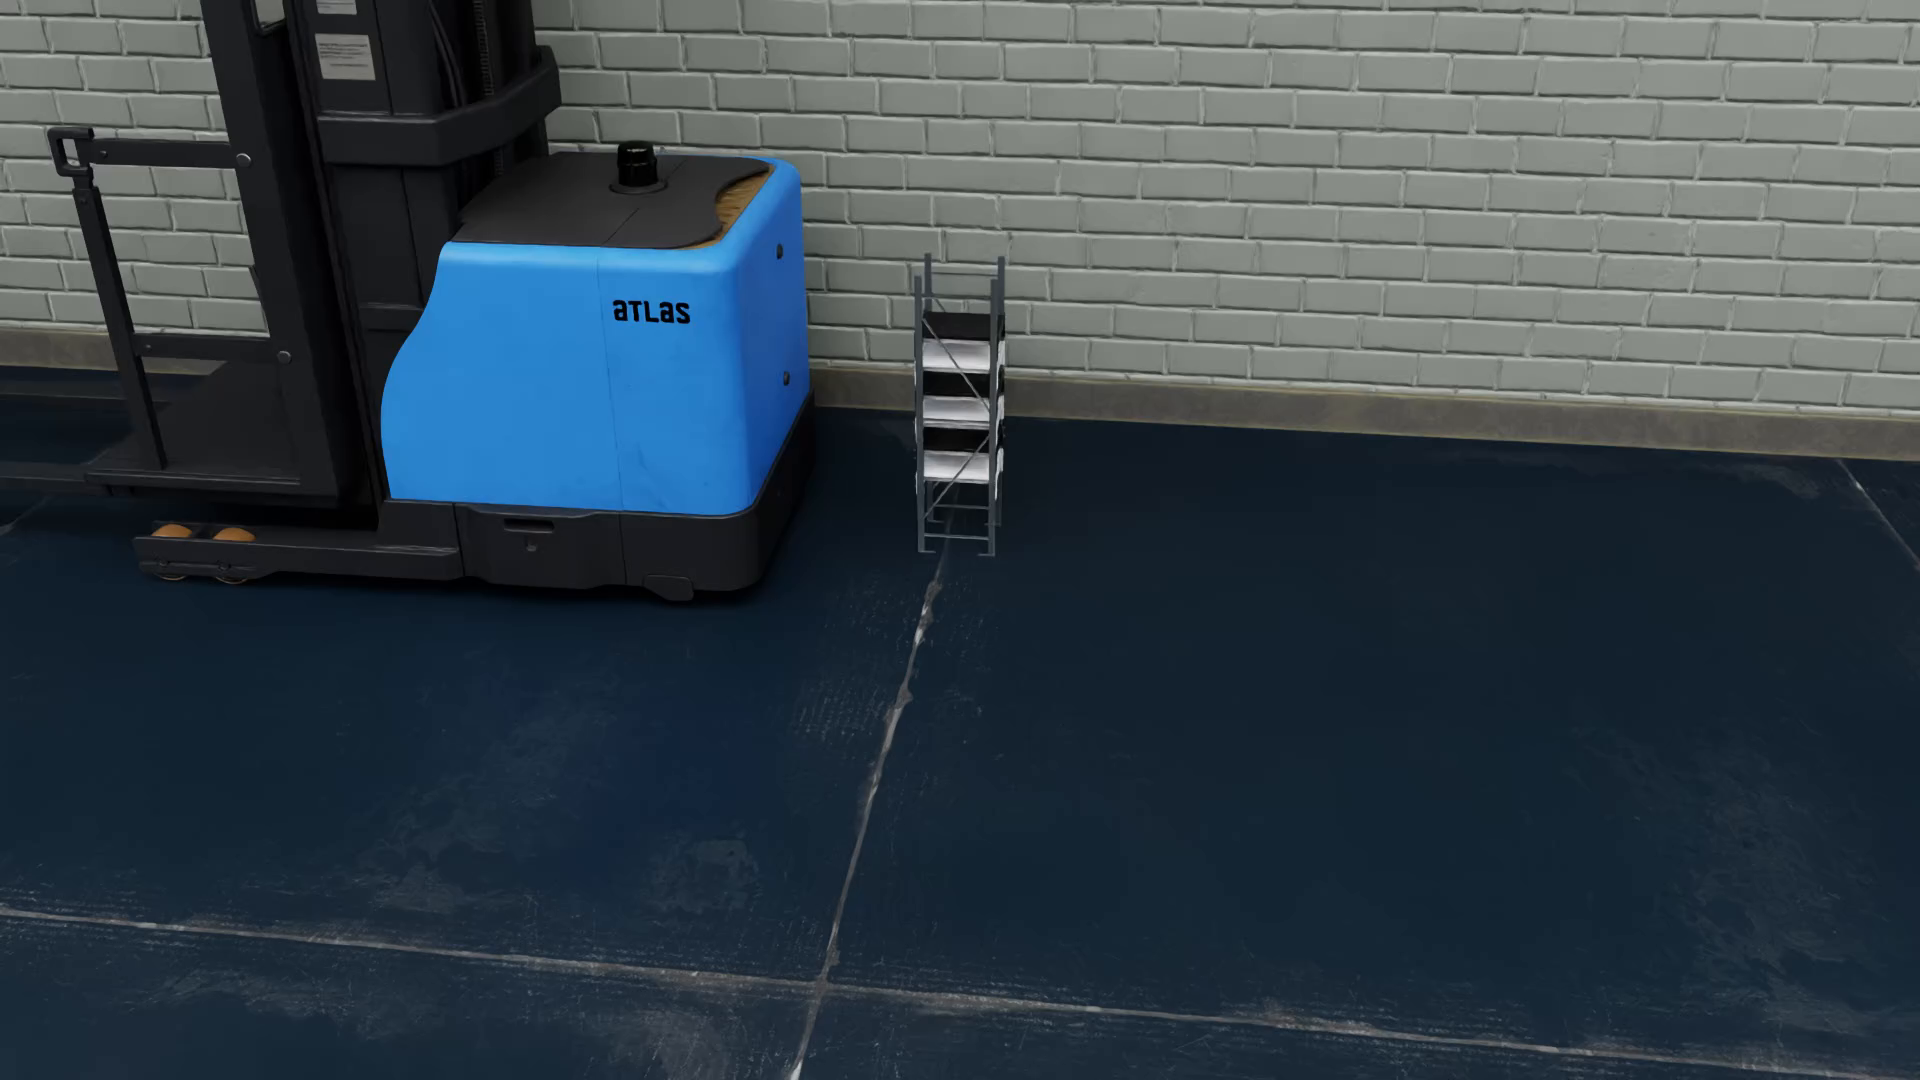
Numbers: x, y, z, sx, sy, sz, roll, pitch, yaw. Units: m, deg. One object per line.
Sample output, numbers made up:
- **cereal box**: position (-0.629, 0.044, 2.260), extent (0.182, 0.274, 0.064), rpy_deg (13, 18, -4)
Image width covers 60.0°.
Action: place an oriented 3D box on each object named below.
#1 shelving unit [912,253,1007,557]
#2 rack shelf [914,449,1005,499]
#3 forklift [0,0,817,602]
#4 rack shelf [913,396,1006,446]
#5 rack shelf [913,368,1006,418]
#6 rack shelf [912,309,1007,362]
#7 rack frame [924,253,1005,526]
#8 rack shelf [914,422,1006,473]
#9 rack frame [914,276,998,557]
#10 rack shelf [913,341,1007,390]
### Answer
- **shelving unit**: position (0.001, -0.400, 5.044), extent (0.258, 0.900, 0.210), rpy_deg (3, 28, 6)
- **rack shelf**: position (0.001, -0.212, 5.145), extent (0.258, 0.077, 0.200), rpy_deg (3, 28, 6)
- **forklift**: position (-2.039, -1.402, 4.763), extent (3.031, 2.935, 1.130), rpy_deg (3, 28, 6)
- **rack shelf**: position (0.001, -0.371, 5.059), extent (0.258, 0.077, 0.200), rpy_deg (3, 28, 6)
- **rack shelf**: position (0.001, -0.450, 5.017), extent (0.258, 0.077, 0.200), rpy_deg (3, 28, 6)
- **rack shelf**: position (0.001, -0.608, 4.931), extent (0.258, 0.077, 0.200), rpy_deg (3, 28, 6)
- **rack frame**: position (0.013, -0.448, 5.132), extent (0.240, 0.900, 0.006), rpy_deg (3, 28, 6)
- **rack shelf**: position (0.001, -0.291, 5.102), extent (0.258, 0.077, 0.200), rpy_deg (3, 28, 6)
- **rack frame**: position (-0.011, -0.352, 4.955), extent (0.240, 0.900, 0.006), rpy_deg (3, 28, 6)
- **rack shelf**: position (0.001, -0.529, 4.974), extent (0.258, 0.077, 0.200), rpy_deg (3, 28, 6)
